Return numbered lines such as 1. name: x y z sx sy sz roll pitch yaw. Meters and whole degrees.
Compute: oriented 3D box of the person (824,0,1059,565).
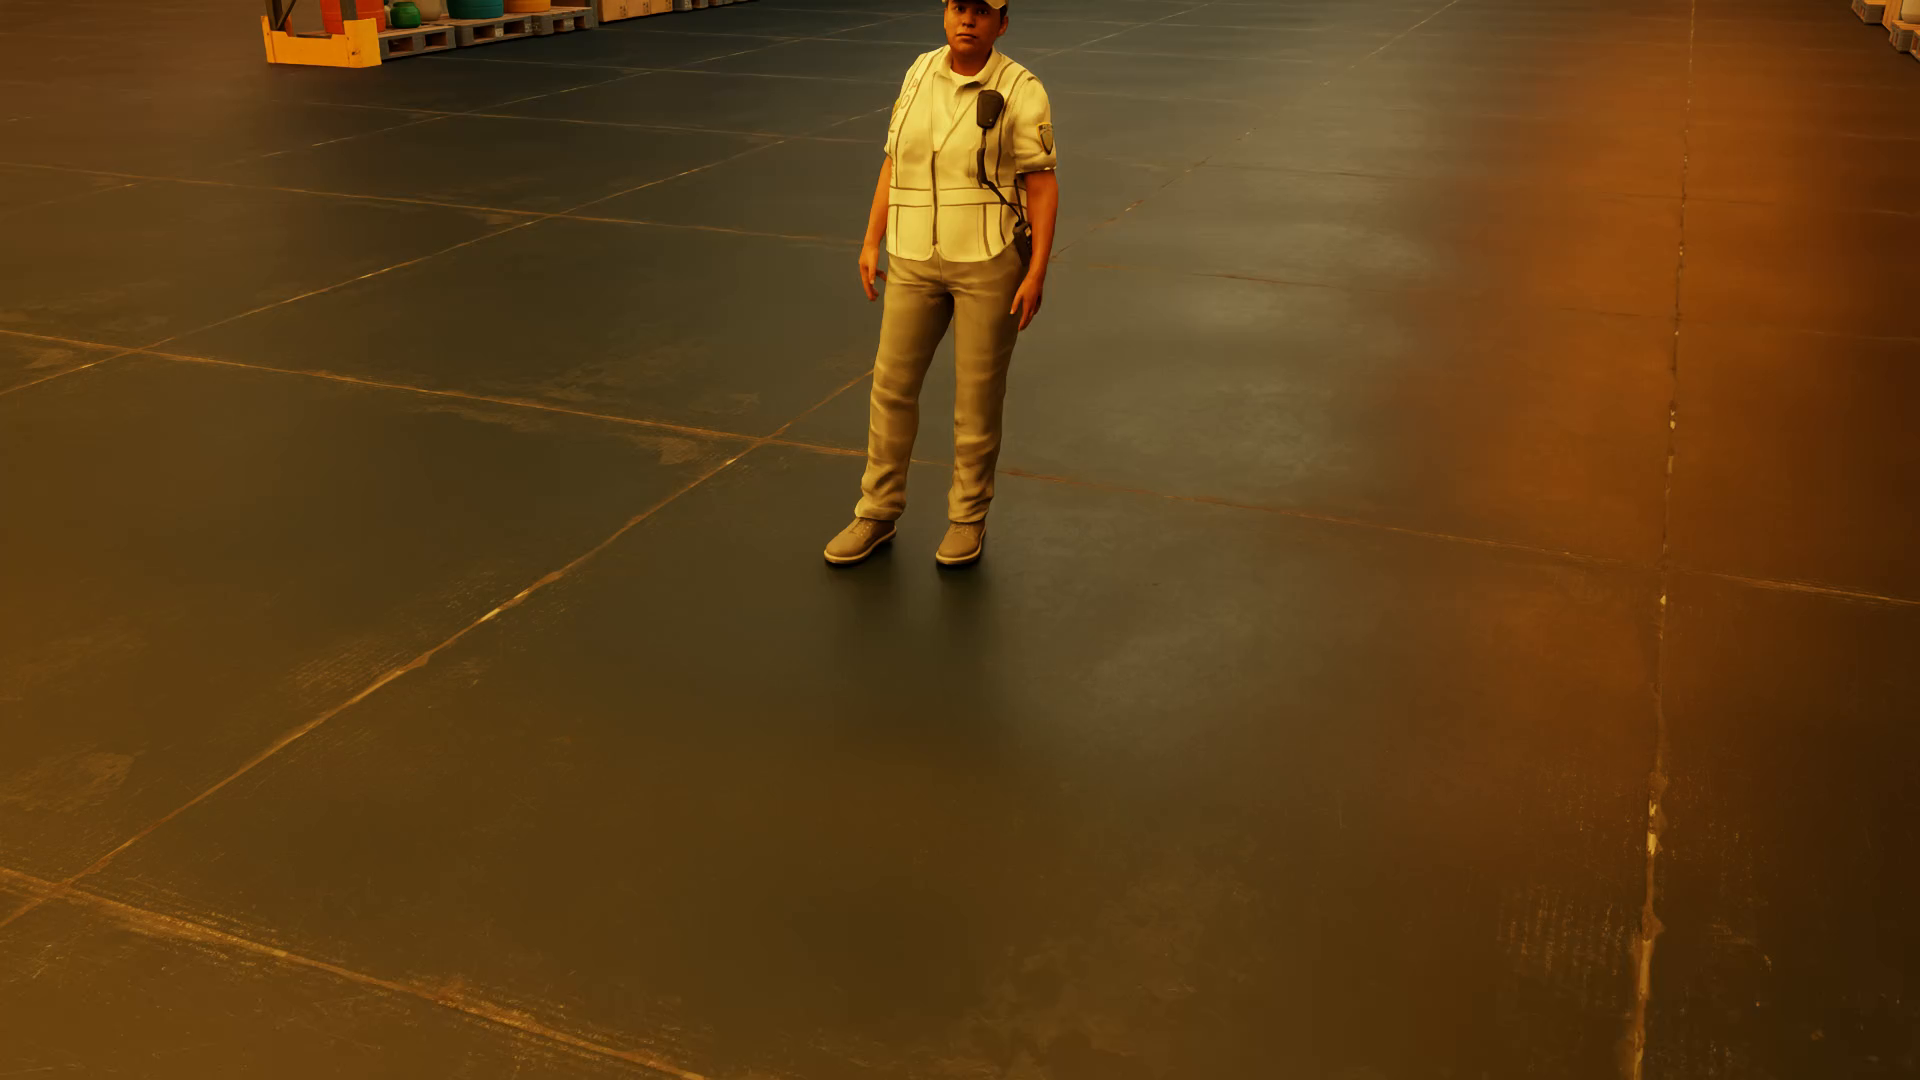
1. person: -0.051 -0.751 4.712 0.598 1.670 0.529 9 24 21
